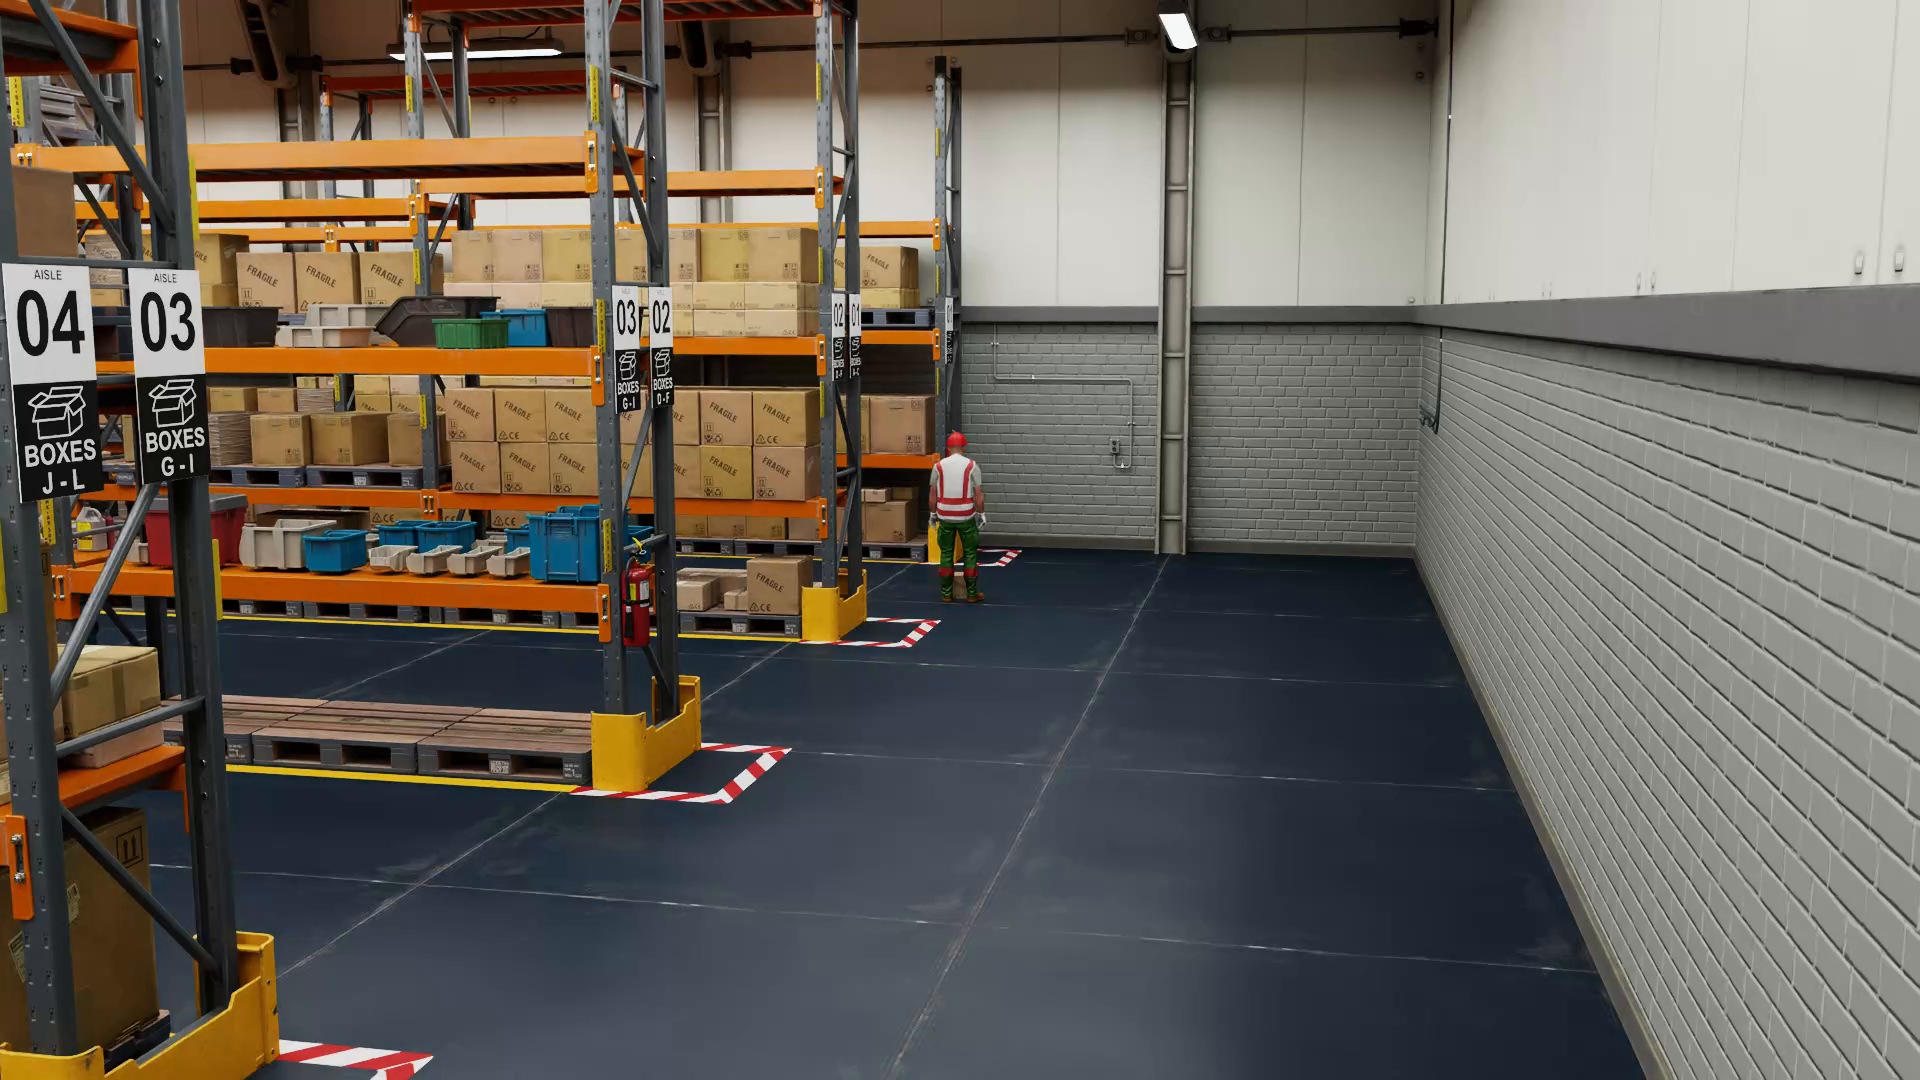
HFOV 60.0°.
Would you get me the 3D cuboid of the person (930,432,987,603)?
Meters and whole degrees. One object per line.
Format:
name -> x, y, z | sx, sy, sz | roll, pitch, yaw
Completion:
person -> -0.022, -0.240, 17.489 | 0.607, 1.780, 0.449 | 2, 8, 11
